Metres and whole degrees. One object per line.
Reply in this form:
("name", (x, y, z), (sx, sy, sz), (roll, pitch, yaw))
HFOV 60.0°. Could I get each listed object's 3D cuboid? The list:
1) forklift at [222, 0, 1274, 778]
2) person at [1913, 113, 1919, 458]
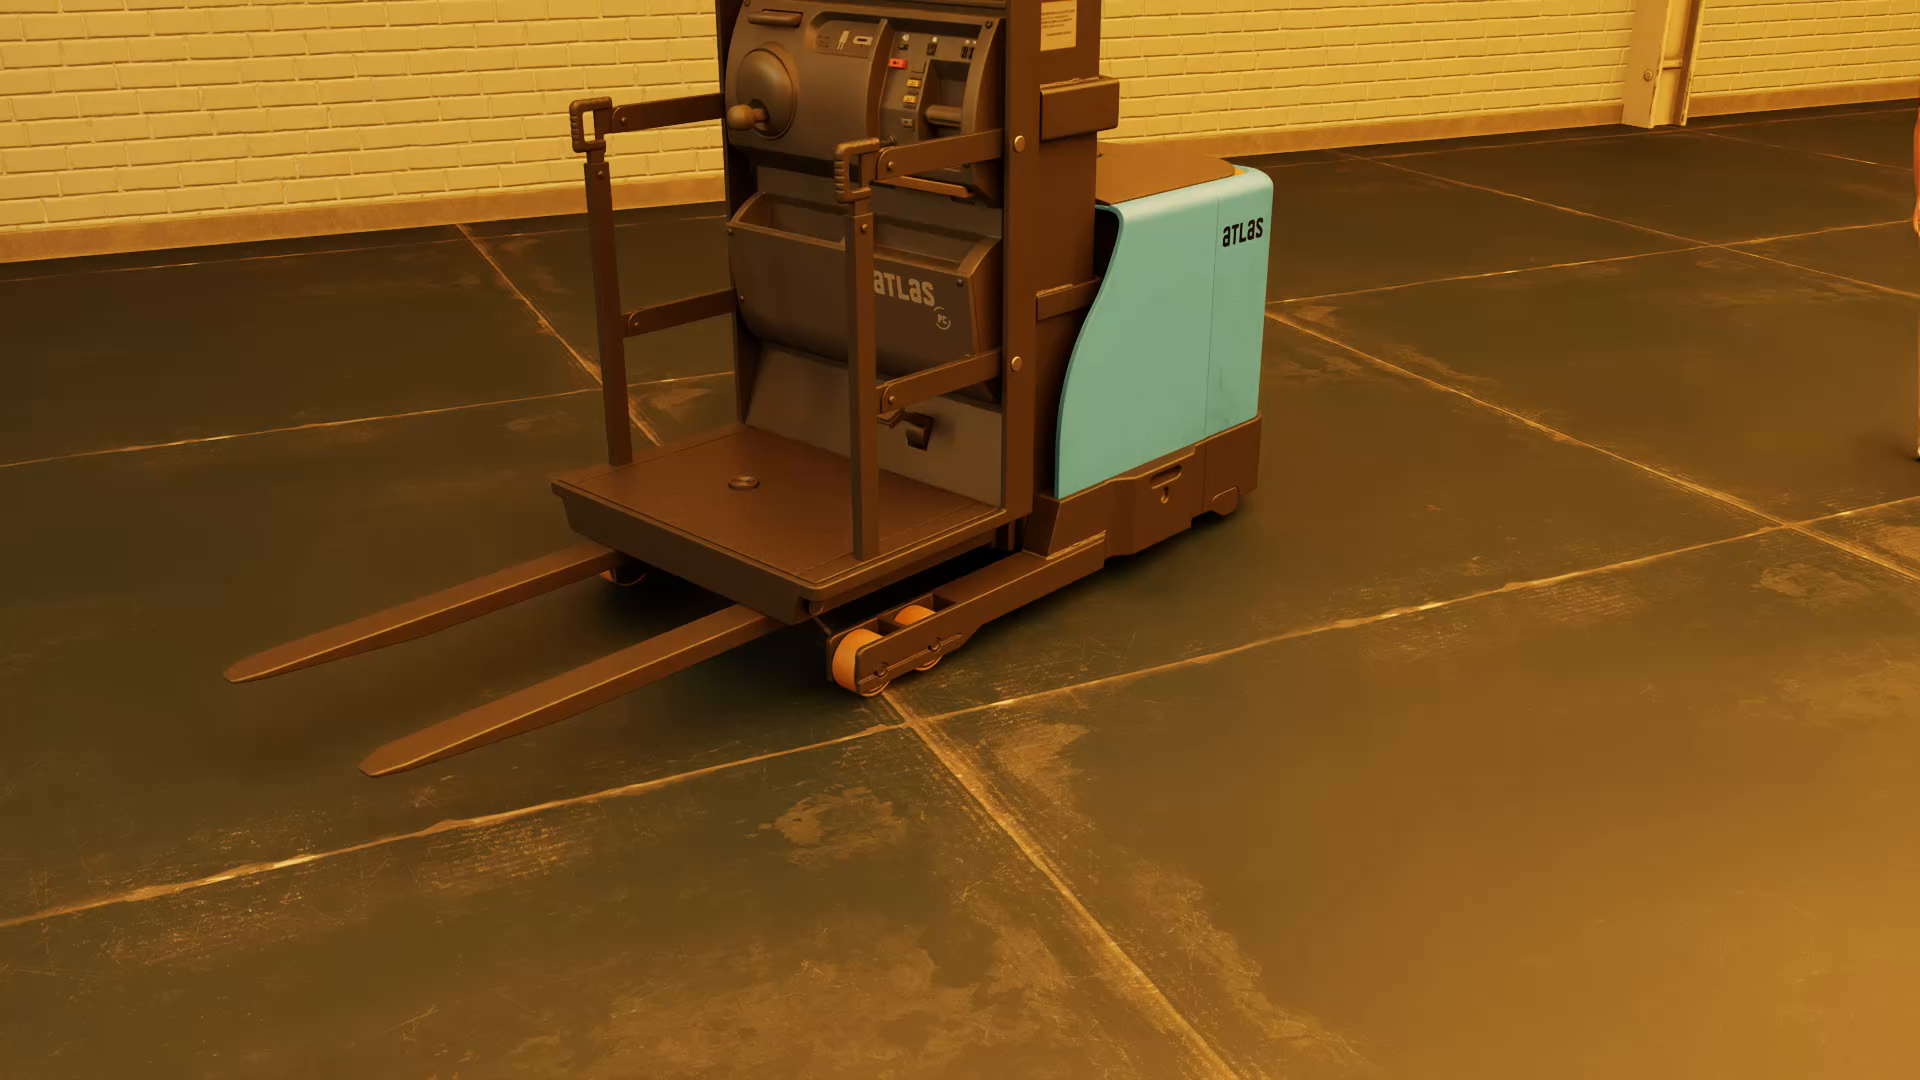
("forklift", (-0.413, -1.182, 4.131), (1.130, 2.935, 3.031), (19, 29, 39))
("person", (3.466, -1.078, 5.432), (0.545, 1.729, 0.632), (-14, 26, -30))
